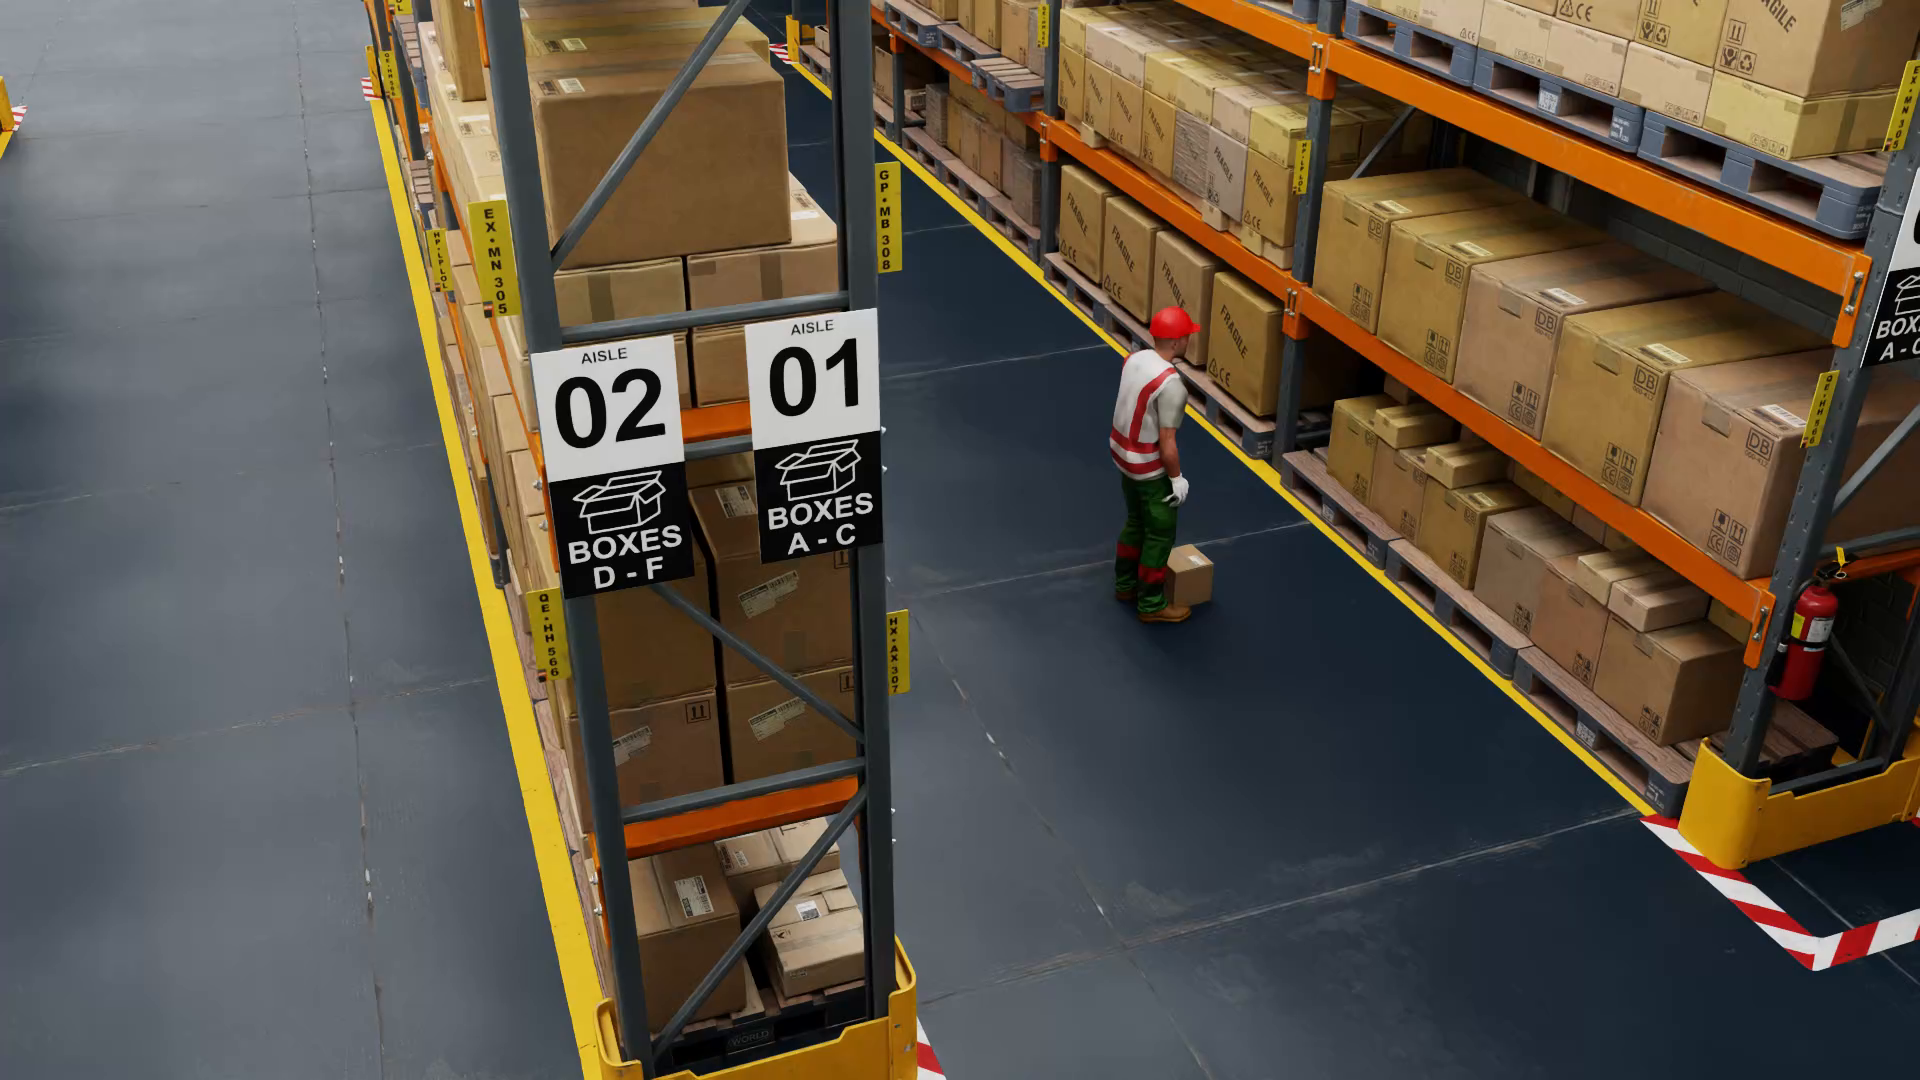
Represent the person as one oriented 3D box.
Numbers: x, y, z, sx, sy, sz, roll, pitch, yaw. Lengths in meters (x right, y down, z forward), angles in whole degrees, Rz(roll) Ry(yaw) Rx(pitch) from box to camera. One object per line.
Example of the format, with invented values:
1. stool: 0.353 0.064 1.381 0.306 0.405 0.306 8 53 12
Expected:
1. person: 1.059 -0.415 9.064 0.453 1.779 0.608 -11 31 -18
